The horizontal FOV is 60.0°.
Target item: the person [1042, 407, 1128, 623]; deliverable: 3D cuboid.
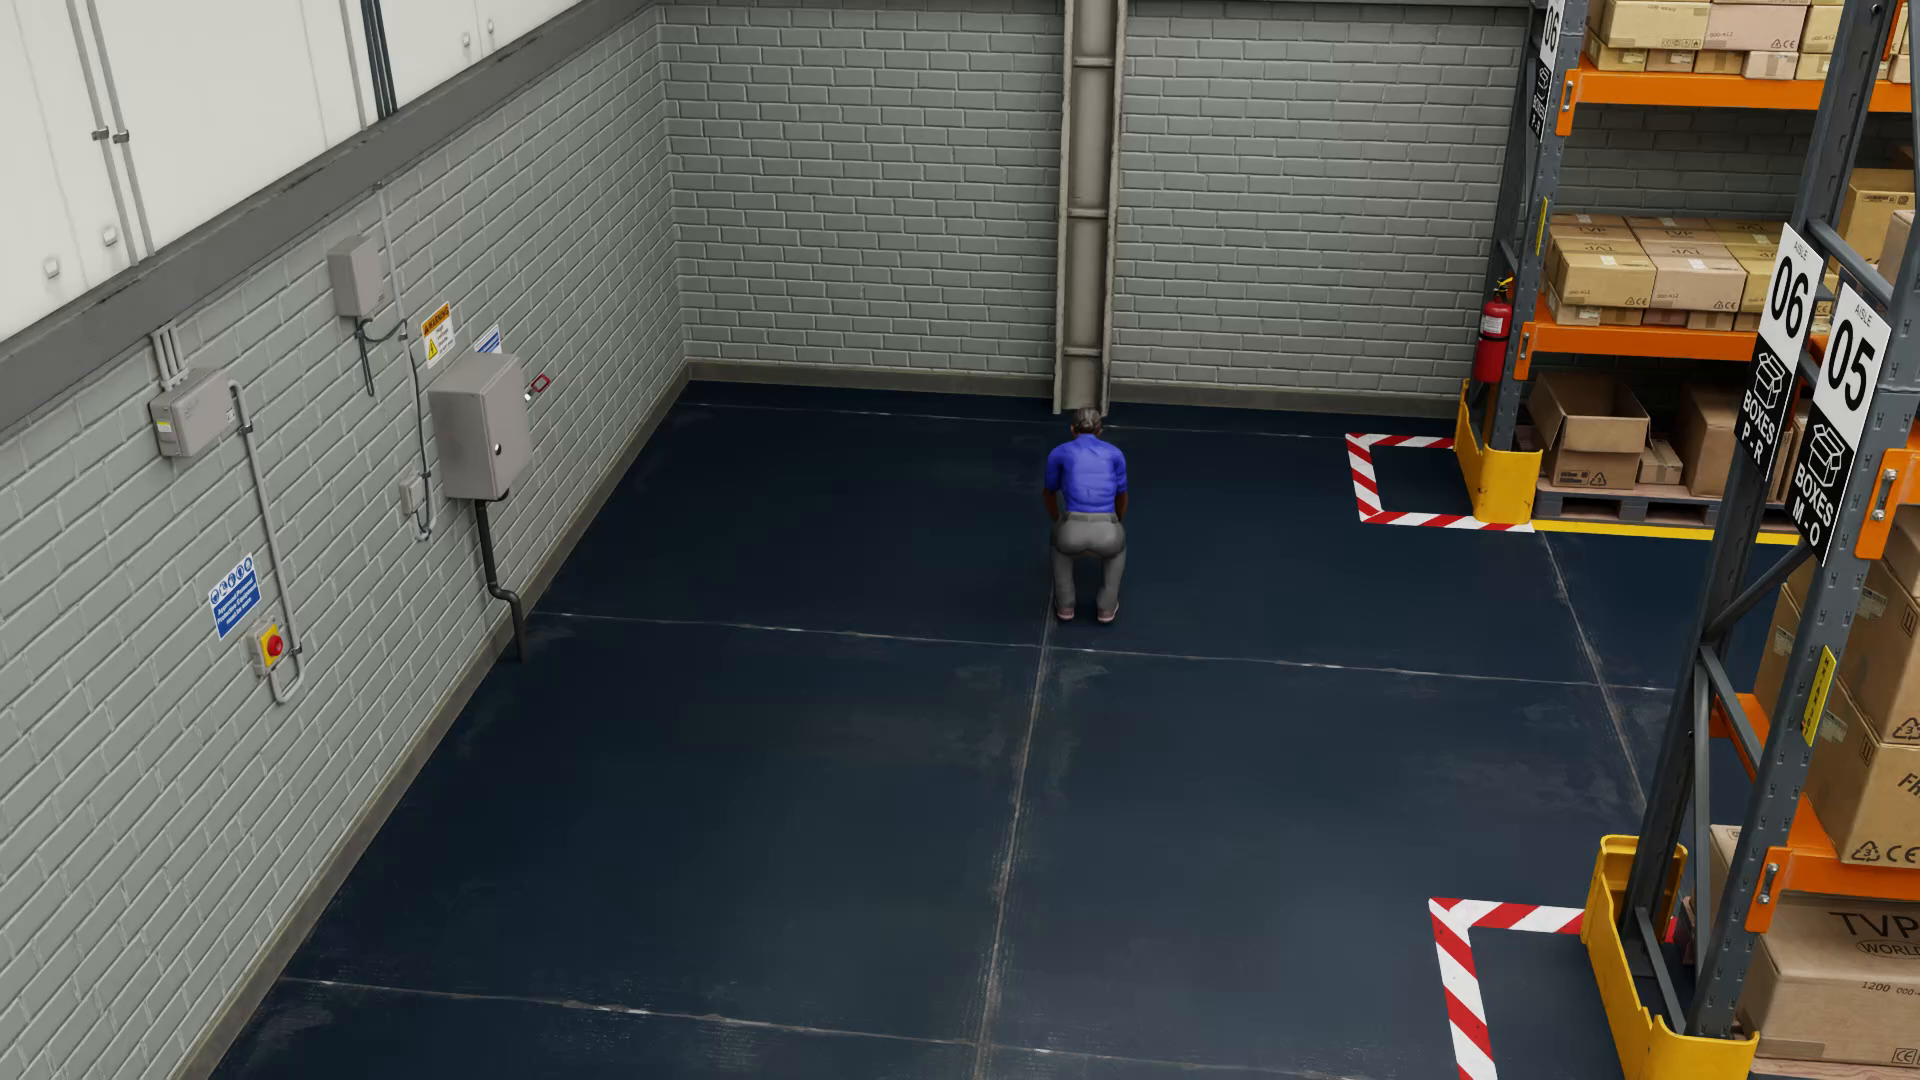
[{"bbox_3d":[0.697,-0.106,9.369,0.497,1.142,0.732,3,29,6],"label":"person"}]
